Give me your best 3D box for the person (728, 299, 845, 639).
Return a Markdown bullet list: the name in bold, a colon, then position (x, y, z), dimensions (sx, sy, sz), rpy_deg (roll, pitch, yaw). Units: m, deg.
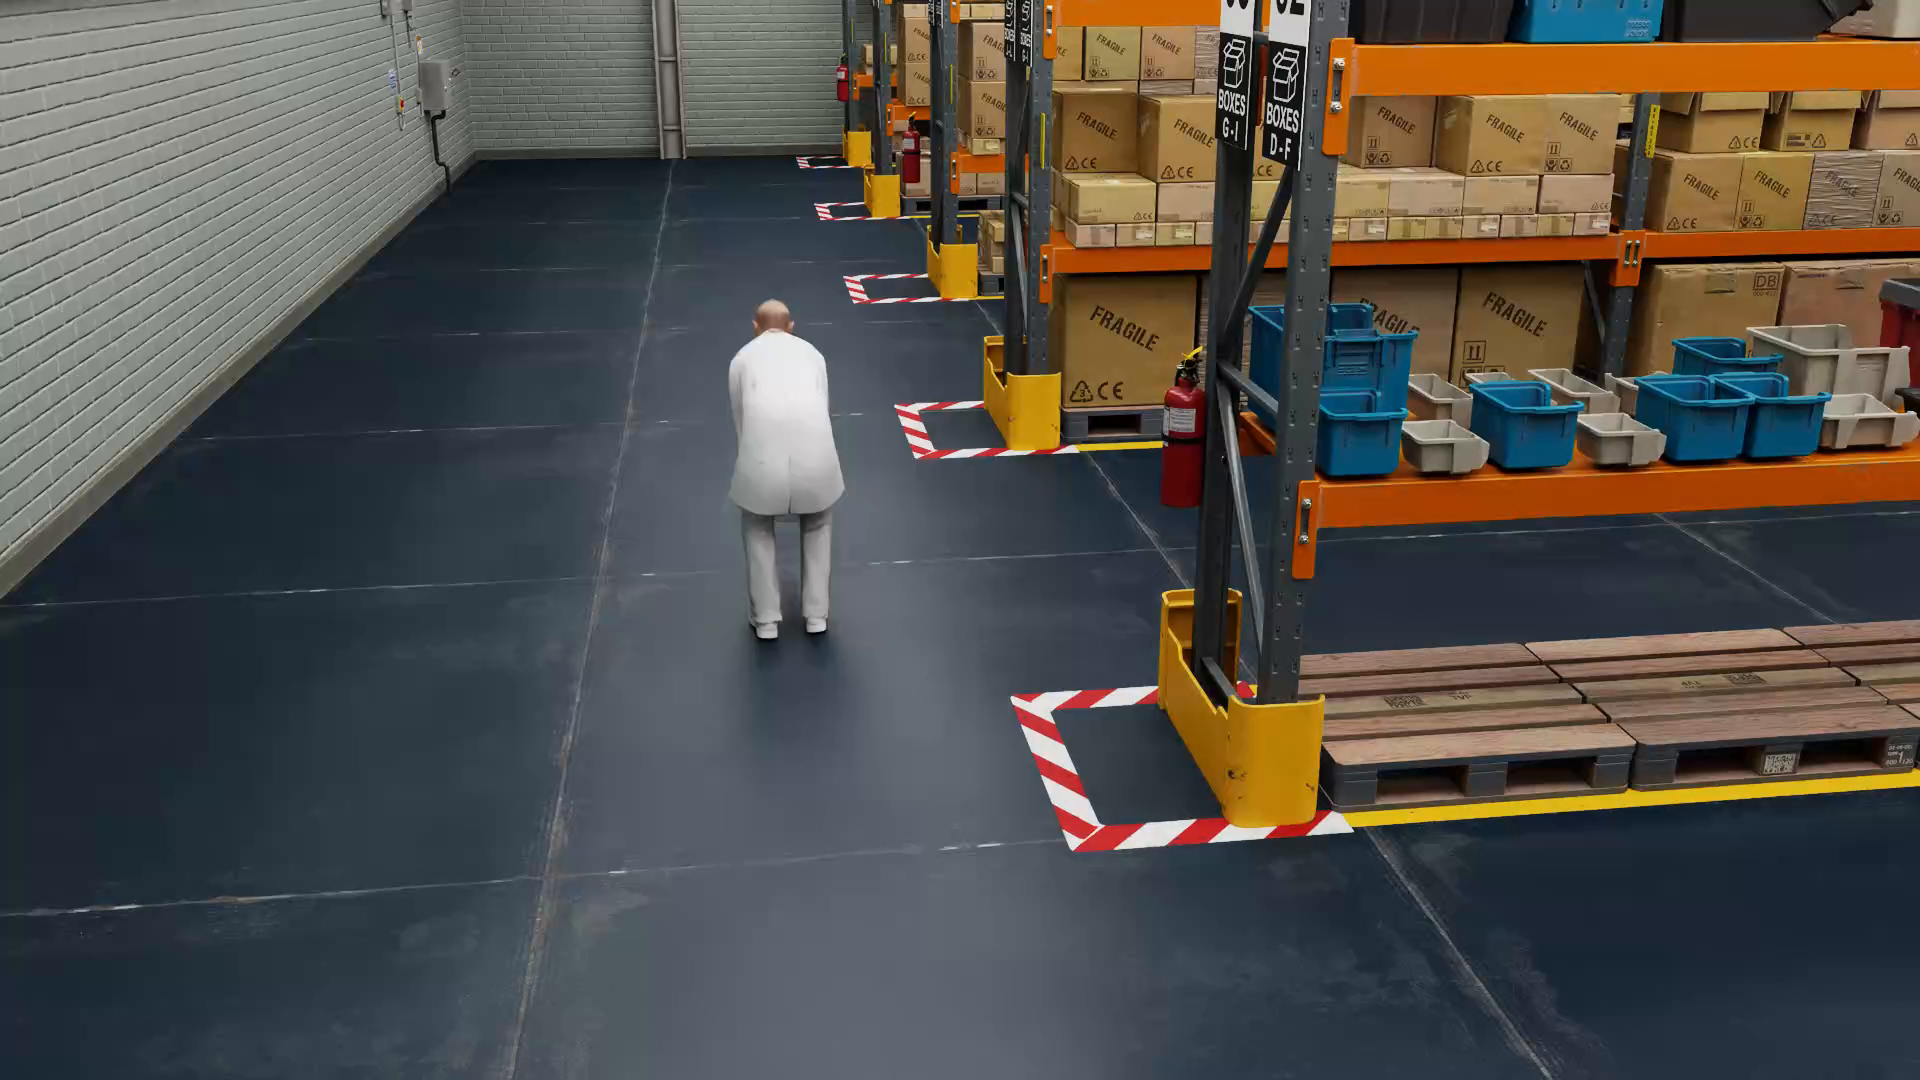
- **person**: position (-0.843, -0.346, 7.969), dimensions (0.546, 1.507, 0.815), rpy_deg (-3, 20, -9)
